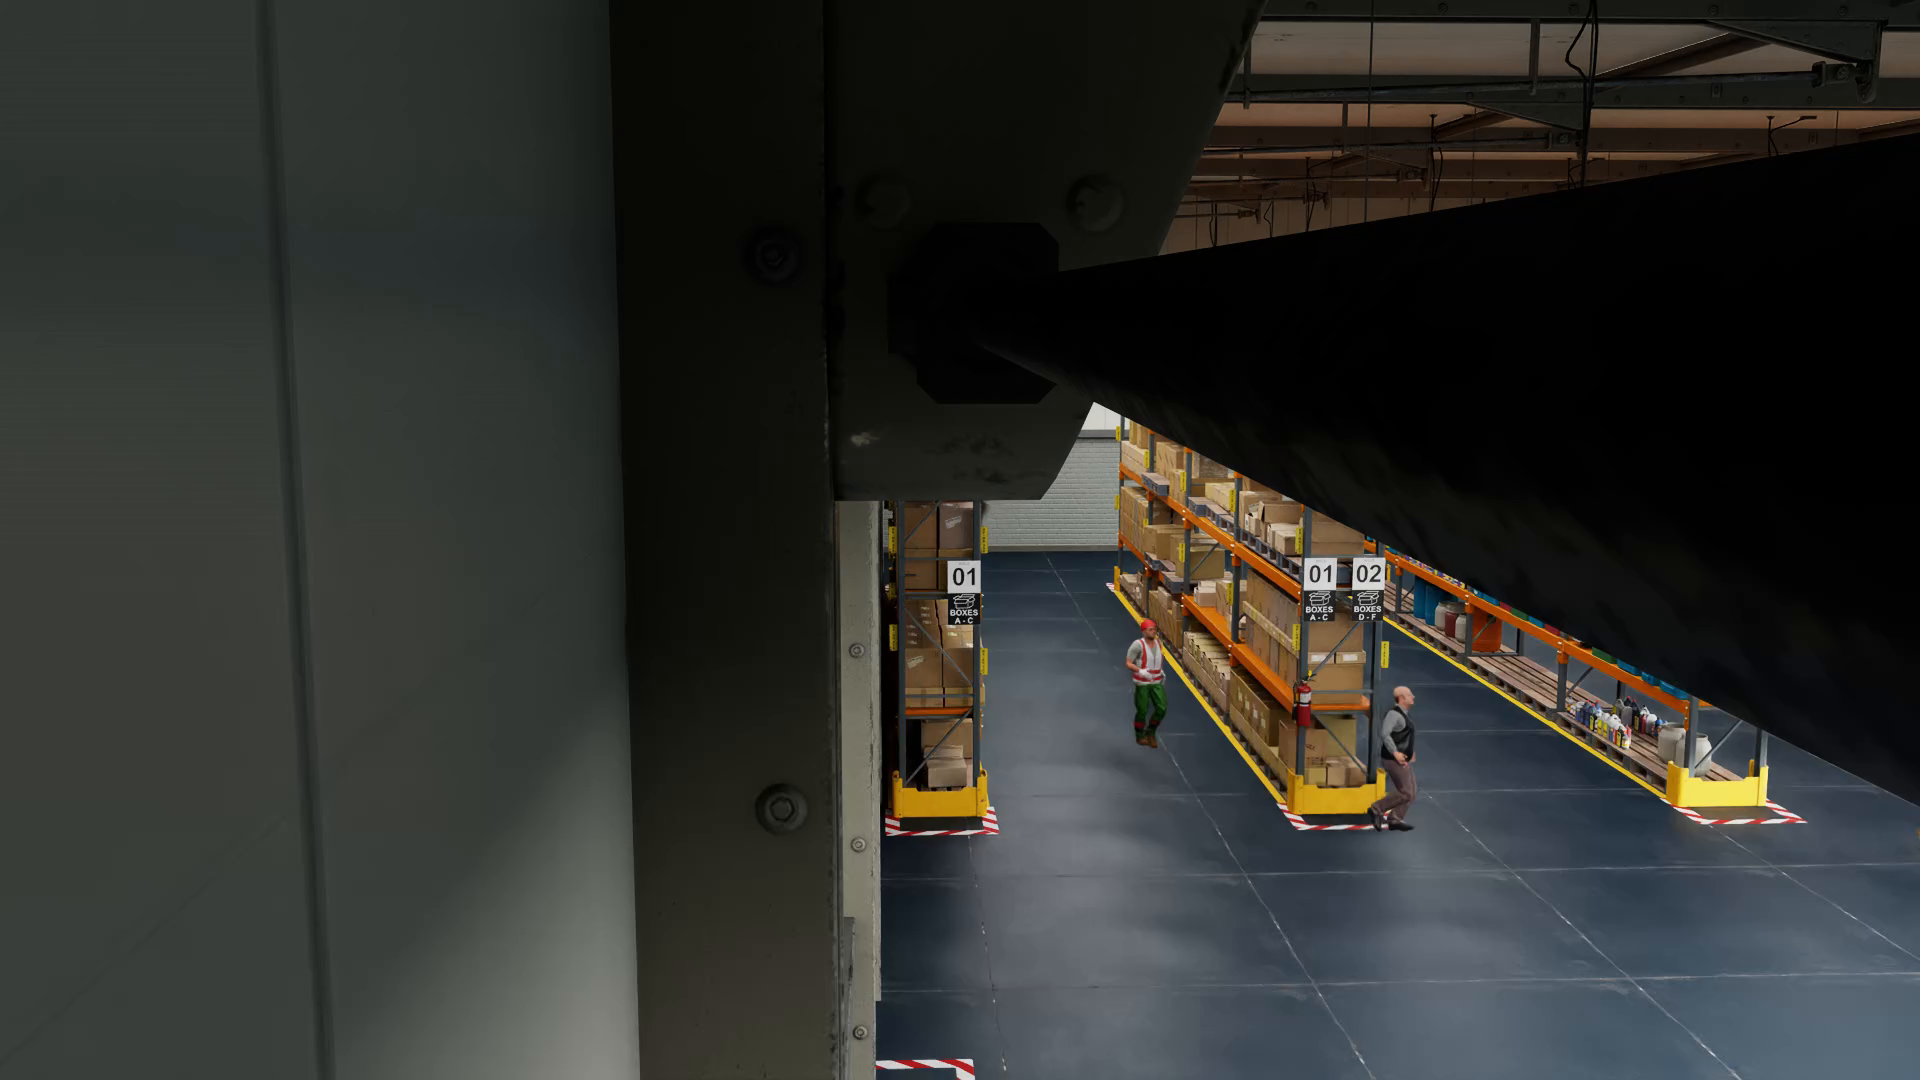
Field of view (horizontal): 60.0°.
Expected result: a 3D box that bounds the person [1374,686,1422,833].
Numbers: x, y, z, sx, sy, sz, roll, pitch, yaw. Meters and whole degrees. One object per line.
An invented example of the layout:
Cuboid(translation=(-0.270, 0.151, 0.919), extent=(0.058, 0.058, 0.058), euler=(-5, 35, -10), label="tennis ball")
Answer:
Cuboid(translation=(5.032, 2.502, 19.012), extent=(0.502, 1.687, 0.679), euler=(4, 9, 24), label="person")

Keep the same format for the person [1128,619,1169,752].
Cuboid(translation=(2.575, 1.971, 22.454), extent=(0.650, 1.836, 0.675), euler=(-3, 9, -22), label="person")
